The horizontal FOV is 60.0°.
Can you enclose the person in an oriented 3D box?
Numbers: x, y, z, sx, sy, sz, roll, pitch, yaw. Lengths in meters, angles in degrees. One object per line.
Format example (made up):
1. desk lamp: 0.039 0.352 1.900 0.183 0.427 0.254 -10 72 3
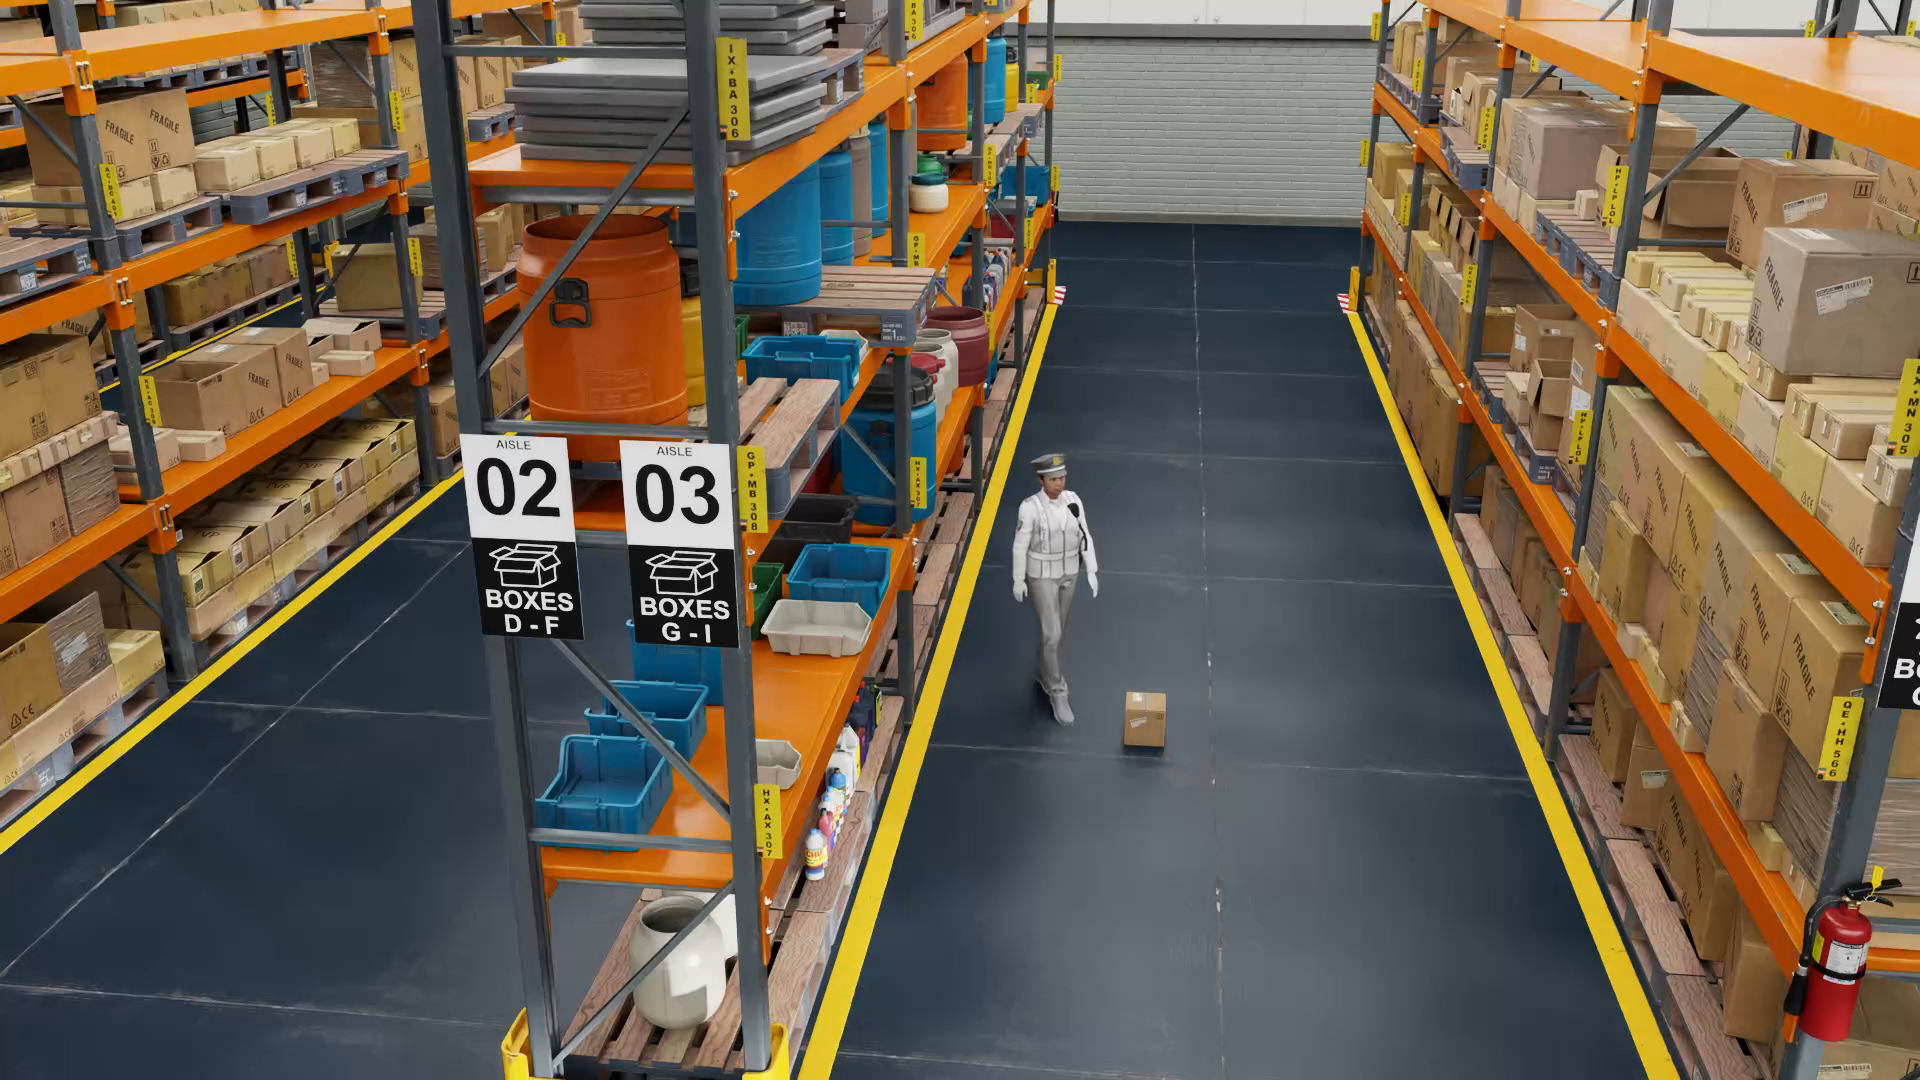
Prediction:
1. person: 0.675 0.280 10.729 0.521 1.706 0.666 -12 24 -29
